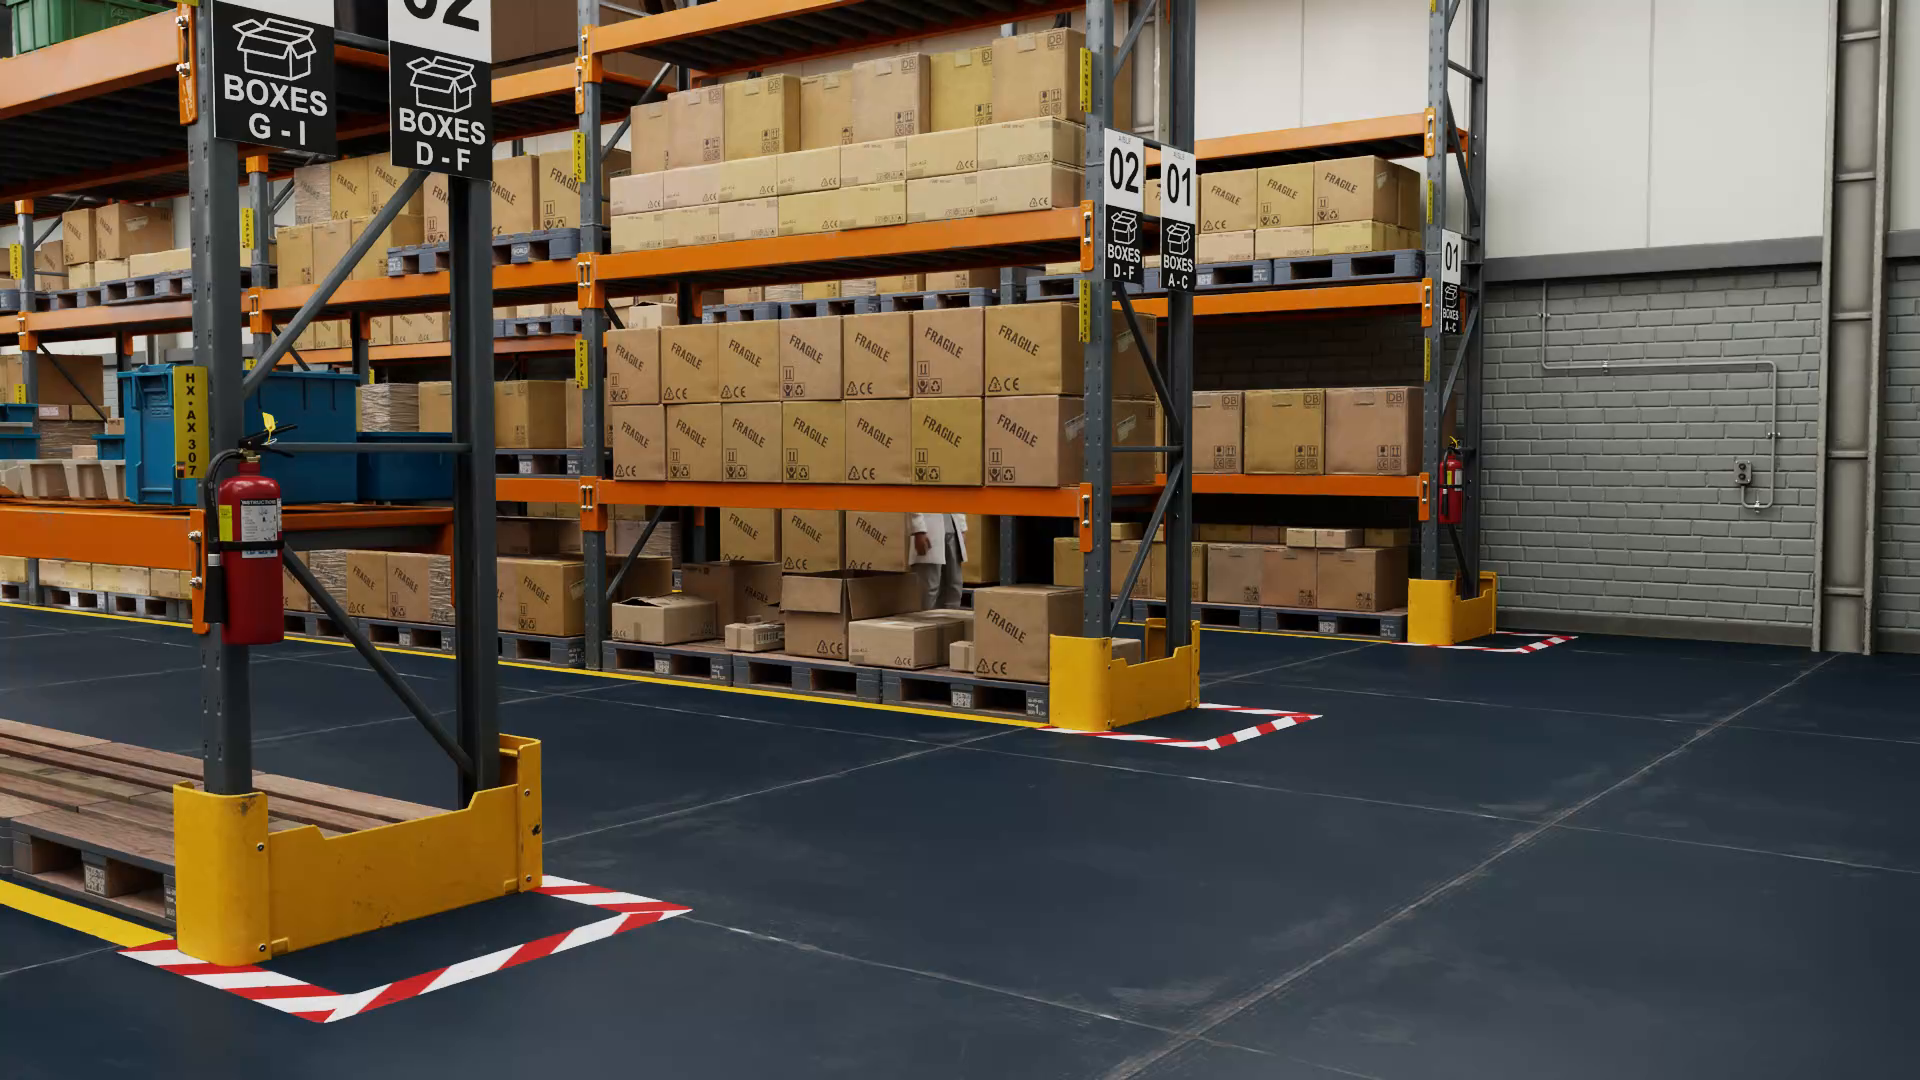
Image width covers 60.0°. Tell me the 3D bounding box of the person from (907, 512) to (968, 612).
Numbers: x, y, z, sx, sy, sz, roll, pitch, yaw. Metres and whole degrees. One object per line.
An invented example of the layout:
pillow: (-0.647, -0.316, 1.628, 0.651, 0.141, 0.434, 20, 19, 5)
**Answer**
person: (-0.153, -0.037, 12.089, 0.429, 1.772, 0.648, 2, 4, 36)
